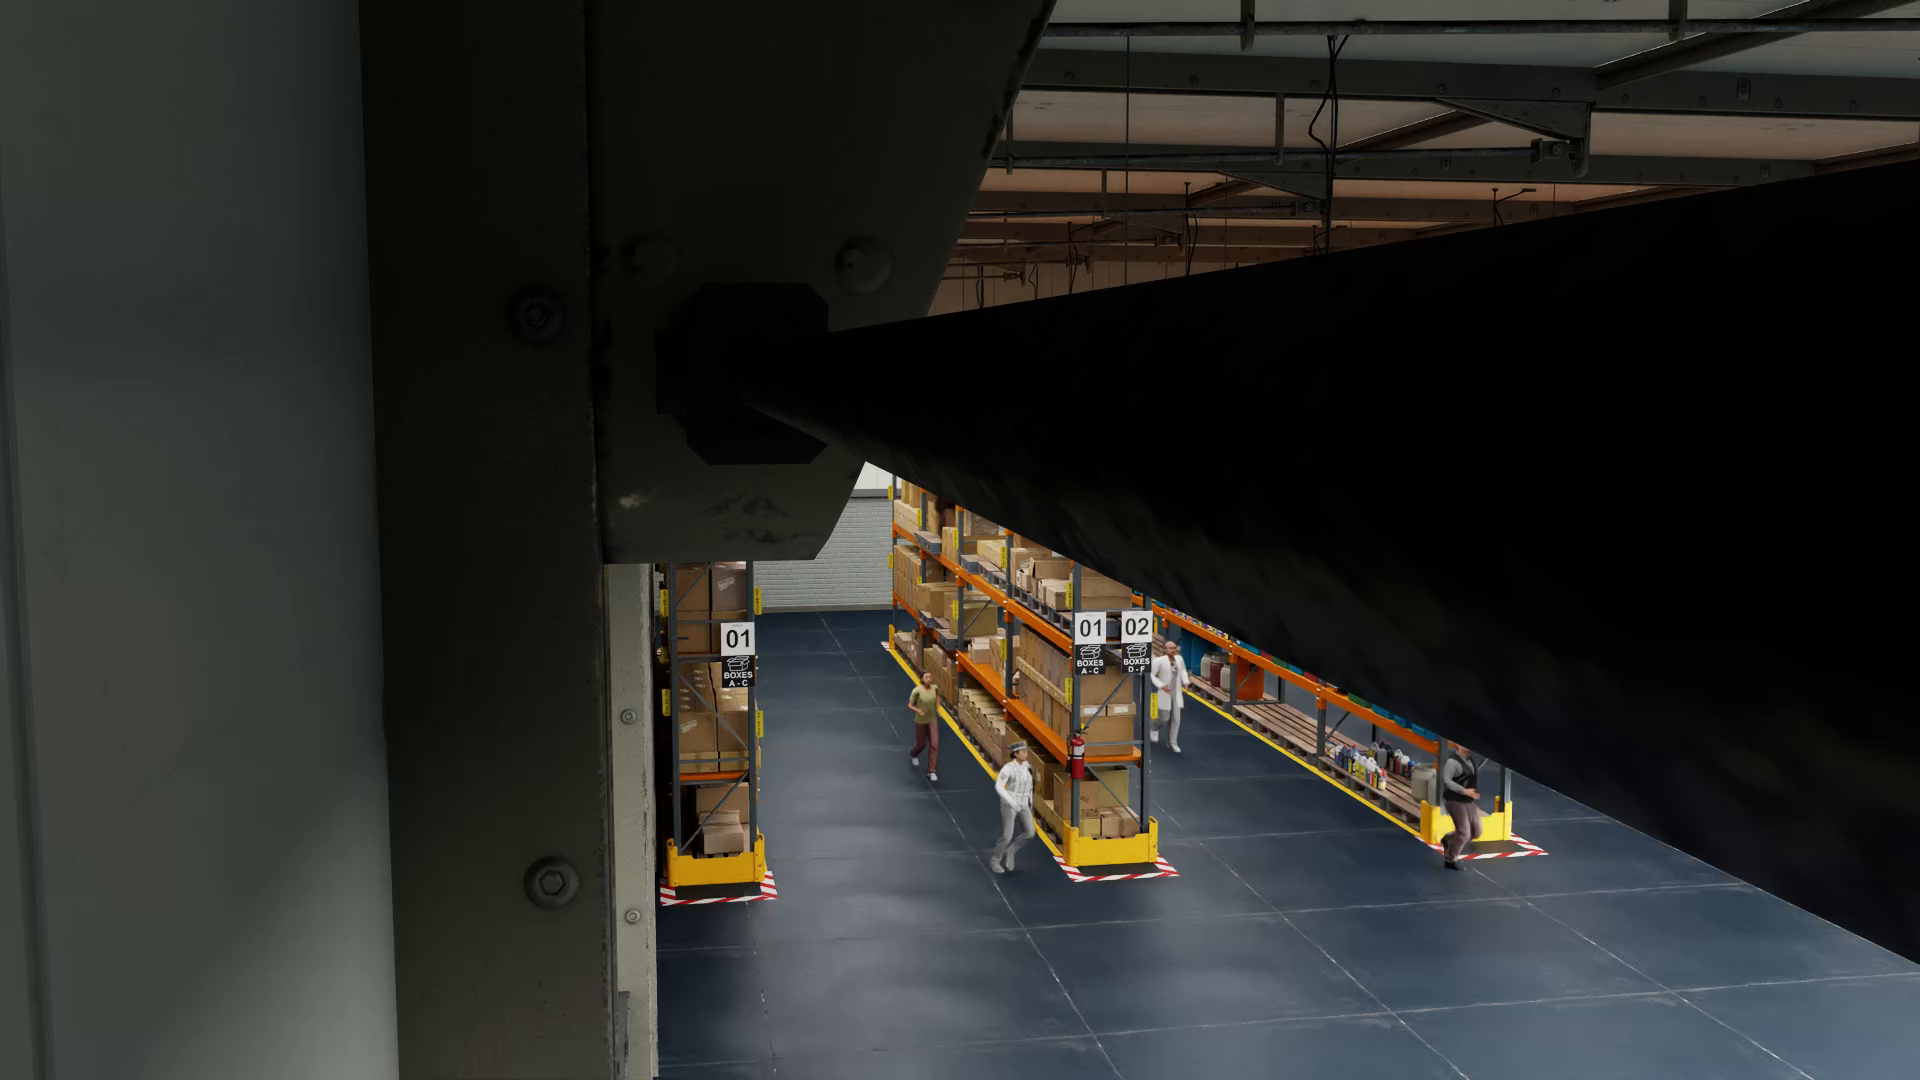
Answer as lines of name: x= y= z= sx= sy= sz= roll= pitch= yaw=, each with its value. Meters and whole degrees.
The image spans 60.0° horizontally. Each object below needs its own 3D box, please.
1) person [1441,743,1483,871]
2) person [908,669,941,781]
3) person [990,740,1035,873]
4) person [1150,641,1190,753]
person: x=6.265 y=3.268 z=20.734 sx=0.589 sy=1.691 sz=0.674 roll=6 pitch=9 yaw=44
person: x=-0.535 y=2.768 z=25.335 sx=0.562 sy=1.656 sz=0.926 roll=-2 pitch=7 yaw=-20
person: x=0.727 y=3.285 z=20.592 sx=0.679 sy=1.624 sz=0.536 roll=-5 pitch=8 yaw=-38
person: x=3.406 y=2.526 z=27.173 sx=0.737 sy=1.775 sz=0.836 roll=-2 pitch=7 yaw=-19
